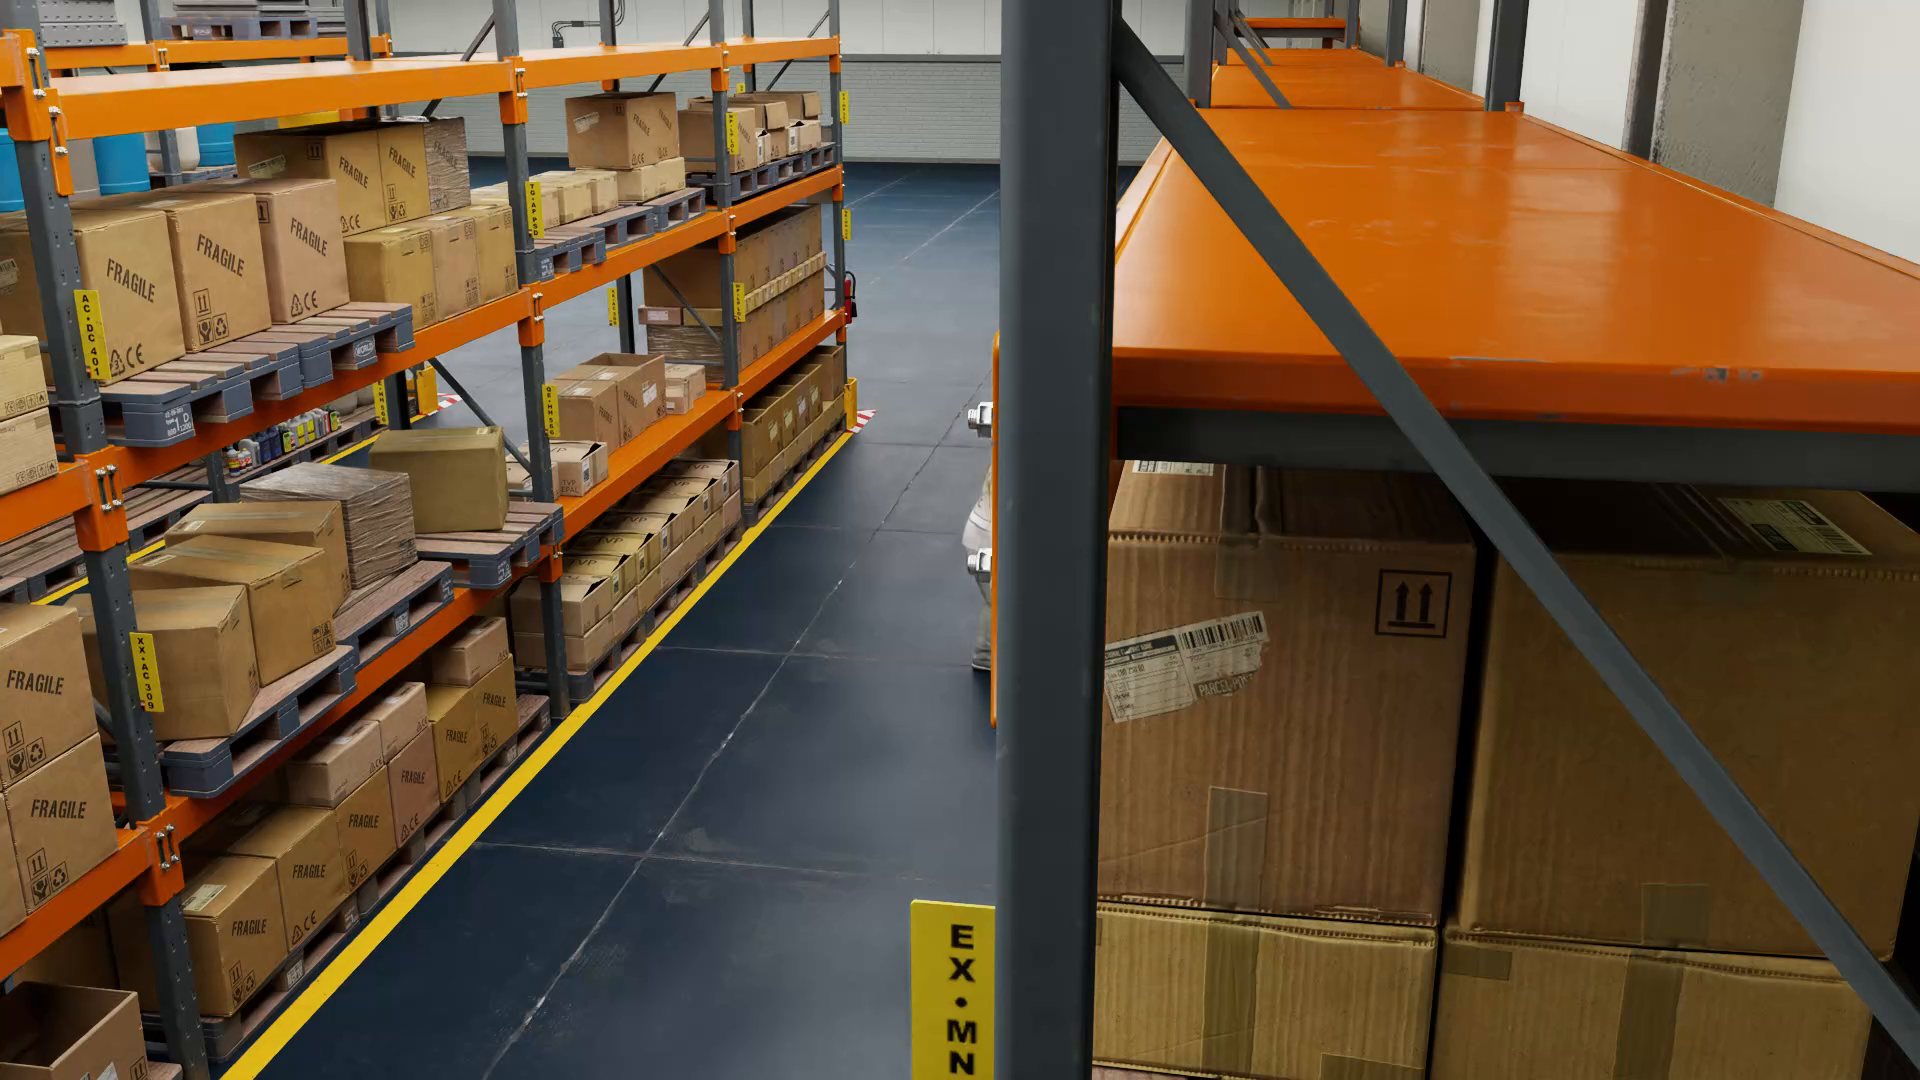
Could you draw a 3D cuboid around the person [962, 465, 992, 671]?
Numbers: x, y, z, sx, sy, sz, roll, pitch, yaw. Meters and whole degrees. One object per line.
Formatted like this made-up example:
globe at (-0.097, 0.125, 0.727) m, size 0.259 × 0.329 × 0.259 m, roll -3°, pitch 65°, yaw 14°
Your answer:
person at (0.324, 0.048, 11.460) m, size 0.607 × 1.720 × 0.483 m, roll 3°, pitch 18°, yaw 8°
